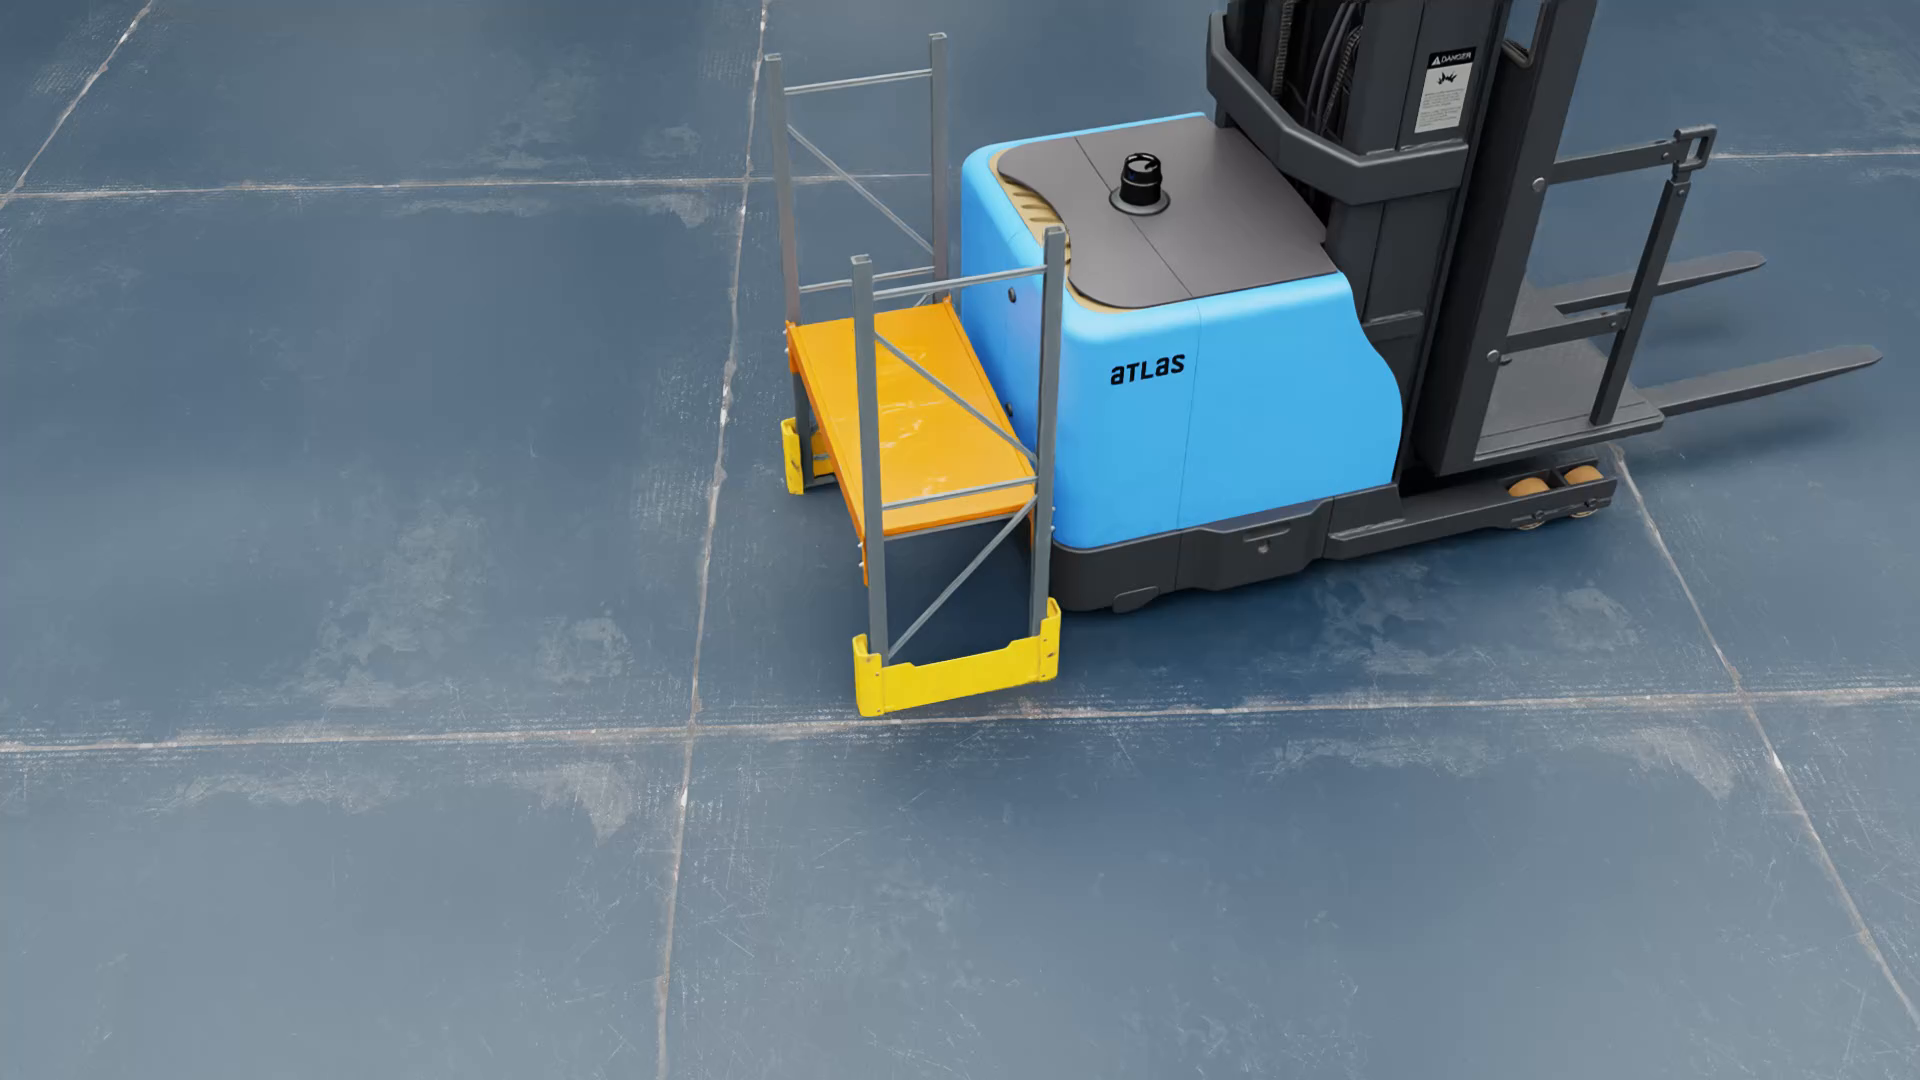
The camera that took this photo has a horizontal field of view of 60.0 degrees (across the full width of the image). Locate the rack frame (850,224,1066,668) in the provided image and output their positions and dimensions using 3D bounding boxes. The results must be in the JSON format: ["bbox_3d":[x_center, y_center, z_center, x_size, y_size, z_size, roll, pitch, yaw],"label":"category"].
[{"bbox_3d":[-0.001,-0.117,4.267,0.500,1.500,0.032,-11,44,-12],"label":"rack frame"}]

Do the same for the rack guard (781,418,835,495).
[{"bbox_3d":[-0.279,-0.316,5.410,0.587,0.250,0.087,-11,44,-12],"label":"rack guard"}]

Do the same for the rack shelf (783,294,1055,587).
[{"bbox_3d":[-0.141,-0.315,4.749,0.538,0.185,1.000,-11,44,-12],"label":"rack shelf"}]

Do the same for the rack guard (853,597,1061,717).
[{"bbox_3d":[-0.007,0.331,4.703,0.587,0.250,0.087,-11,44,-12],"label":"rack guard"}]

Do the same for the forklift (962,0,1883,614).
[{"bbox_3d":[1.567,-1.443,4.655,3.031,2.935,1.130,-12,44,-13],"label":"forklift"}]

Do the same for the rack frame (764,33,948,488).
[{"bbox_3d":[-0.280,-0.778,4.988,0.500,1.500,0.032,-11,44,-12],"label":"rack frame"}]

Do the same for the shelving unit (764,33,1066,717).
[{"bbox_3d":[-0.143,-0.453,4.634,0.587,1.500,1.083,-11,44,-12],"label":"shelving unit"}]
